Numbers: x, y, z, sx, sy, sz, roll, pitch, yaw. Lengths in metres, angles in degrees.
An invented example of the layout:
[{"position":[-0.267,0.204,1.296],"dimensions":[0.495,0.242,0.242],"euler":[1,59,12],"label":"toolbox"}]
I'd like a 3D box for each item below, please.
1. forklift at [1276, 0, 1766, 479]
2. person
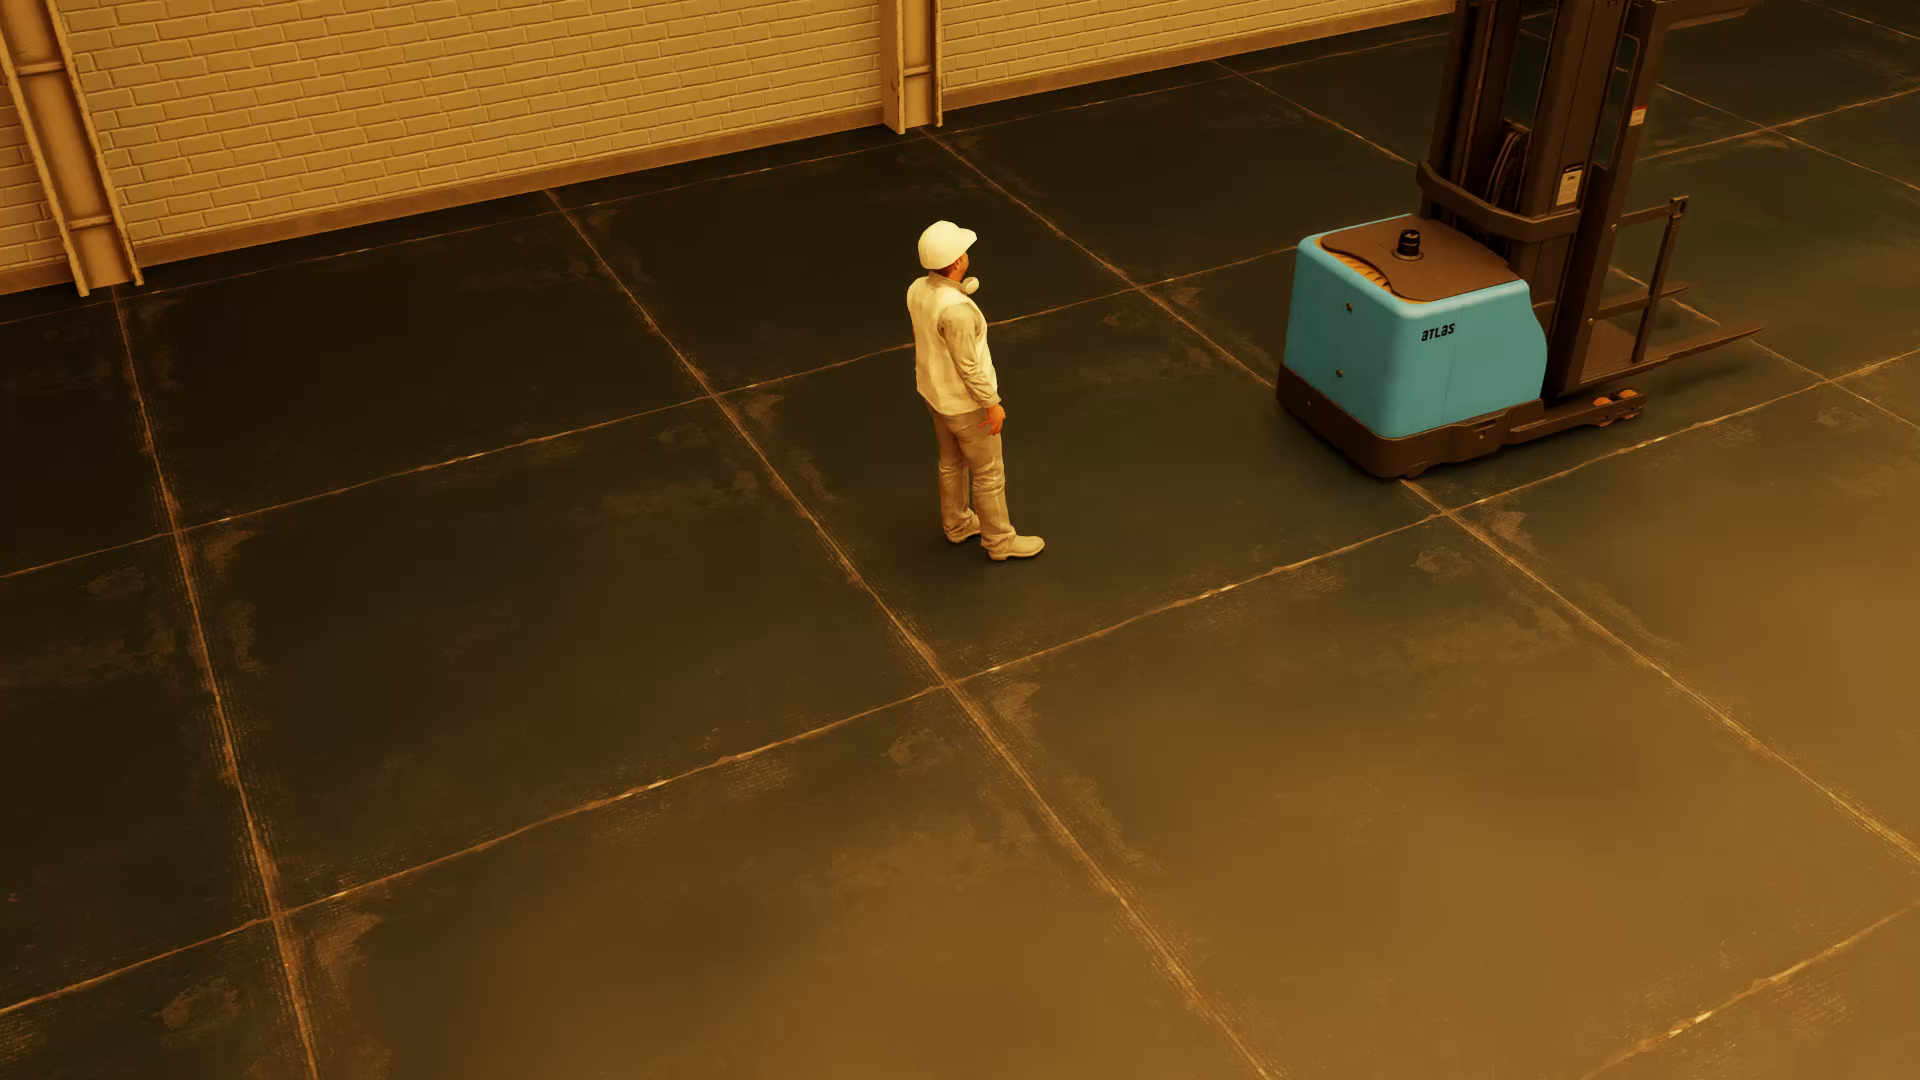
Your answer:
[{"position":[3.402,-2.110,9.108],"dimensions":[3.031,2.935,1.130],"euler":[-16,38,-21],"label":"forklift"},{"position":[0.059,-0.744,8.165],"dimensions":[0.566,1.775,0.634],"euler":[-17,39,-23],"label":"person"}]
